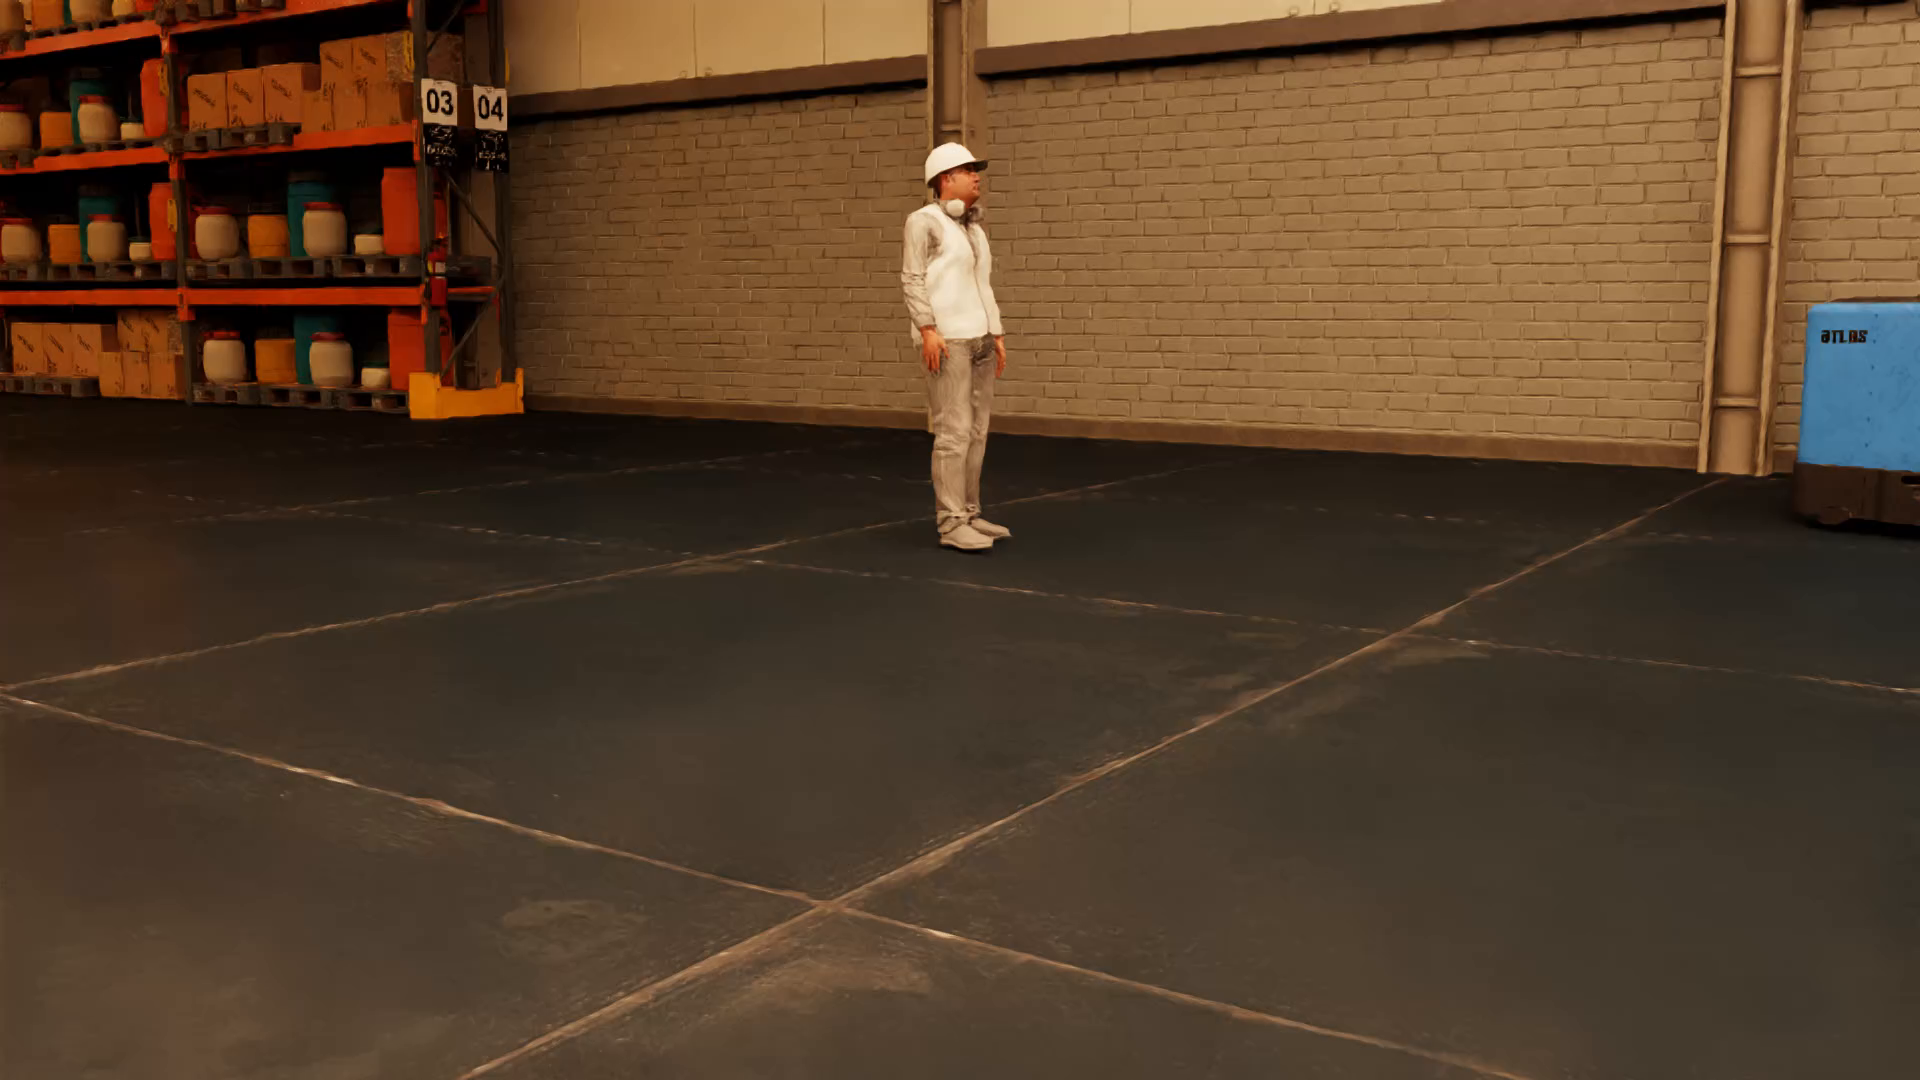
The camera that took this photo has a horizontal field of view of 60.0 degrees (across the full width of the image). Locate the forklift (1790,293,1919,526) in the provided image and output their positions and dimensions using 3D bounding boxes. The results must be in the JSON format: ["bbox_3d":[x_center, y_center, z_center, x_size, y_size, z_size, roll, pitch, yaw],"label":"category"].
[{"bbox_3d":[5.303,-1.390,6.968,1.130,2.935,3.031,-6,10,-36],"label":"forklift"}]

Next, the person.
[{"bbox_3d":[0.047,-0.879,7.436,0.567,1.773,0.632,5,10,34],"label":"person"}]
